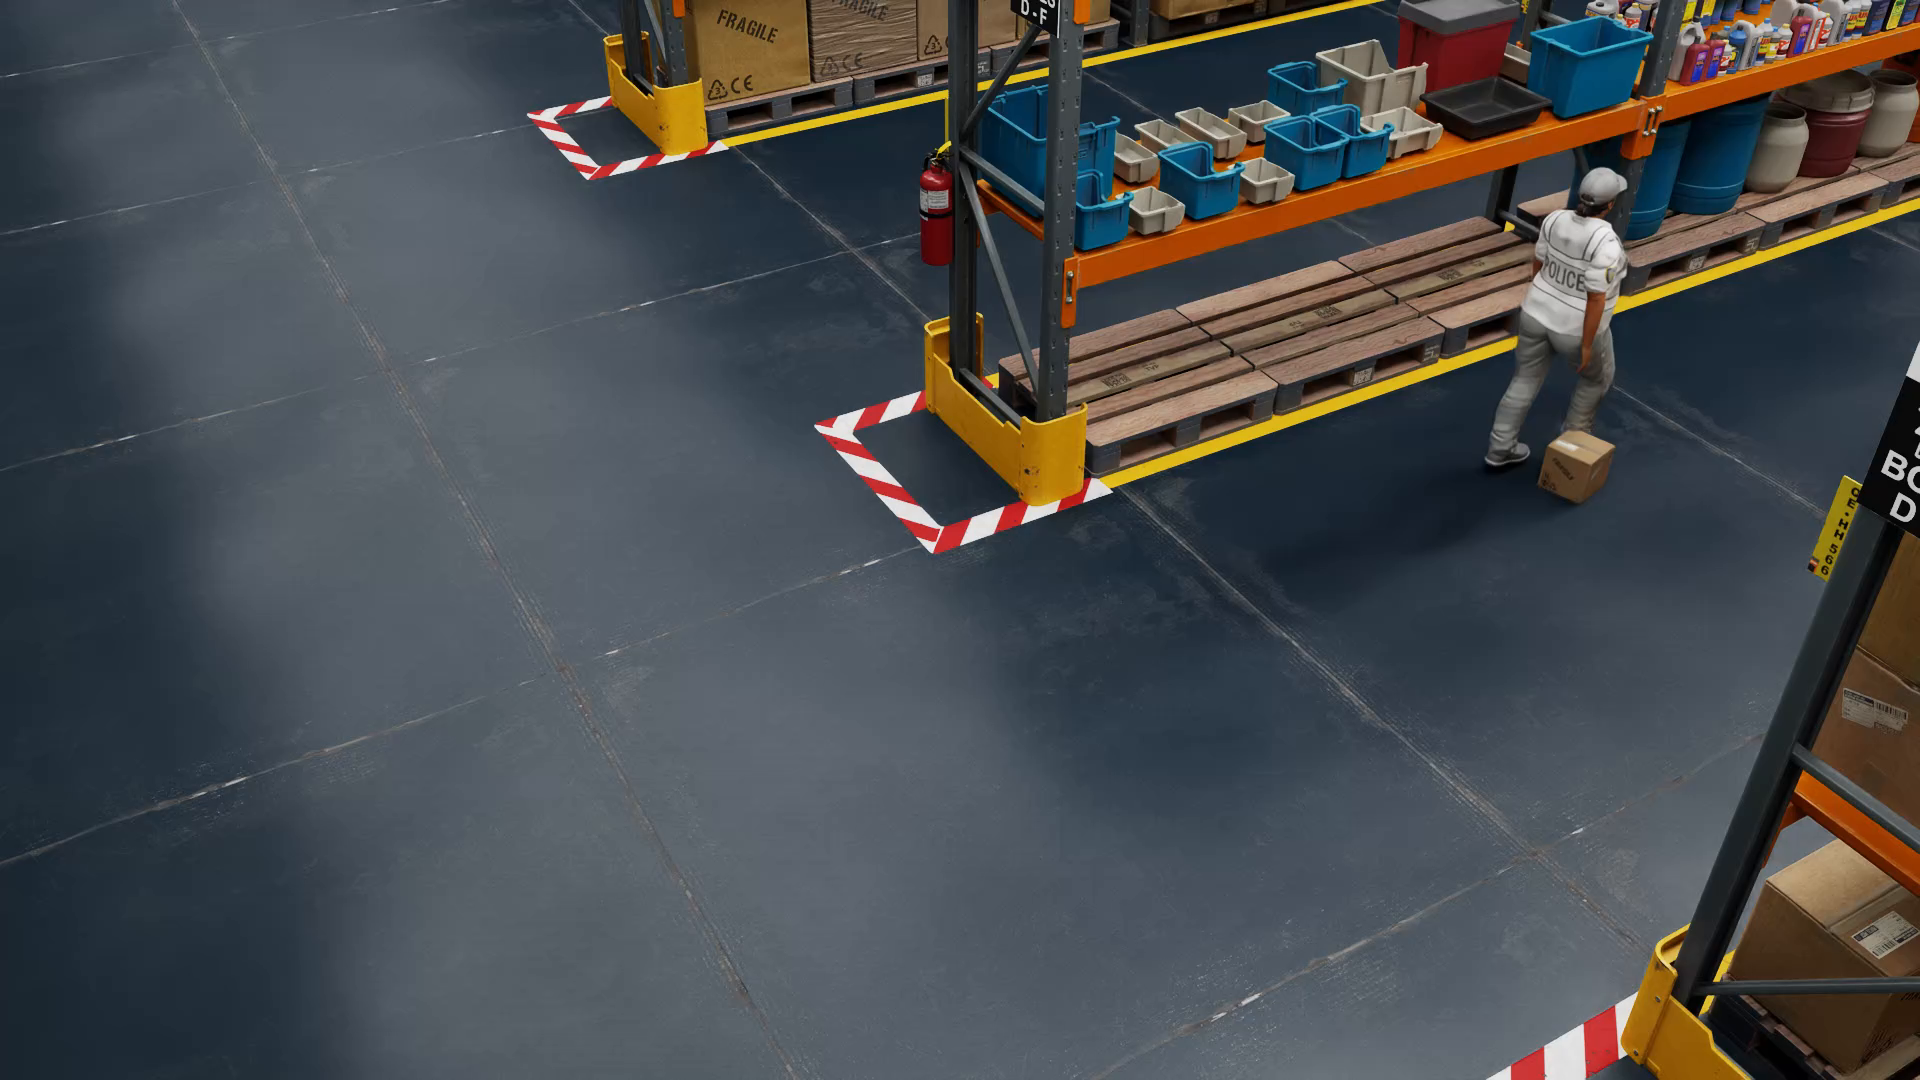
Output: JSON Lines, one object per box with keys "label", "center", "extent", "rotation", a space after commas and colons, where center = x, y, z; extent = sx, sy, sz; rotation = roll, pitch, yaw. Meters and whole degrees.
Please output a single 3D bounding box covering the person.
{"label": "person", "center": [3.063, -1.087, 8.388], "extent": [0.654, 1.724, 0.496], "rotation": [-24, 43, -28]}
